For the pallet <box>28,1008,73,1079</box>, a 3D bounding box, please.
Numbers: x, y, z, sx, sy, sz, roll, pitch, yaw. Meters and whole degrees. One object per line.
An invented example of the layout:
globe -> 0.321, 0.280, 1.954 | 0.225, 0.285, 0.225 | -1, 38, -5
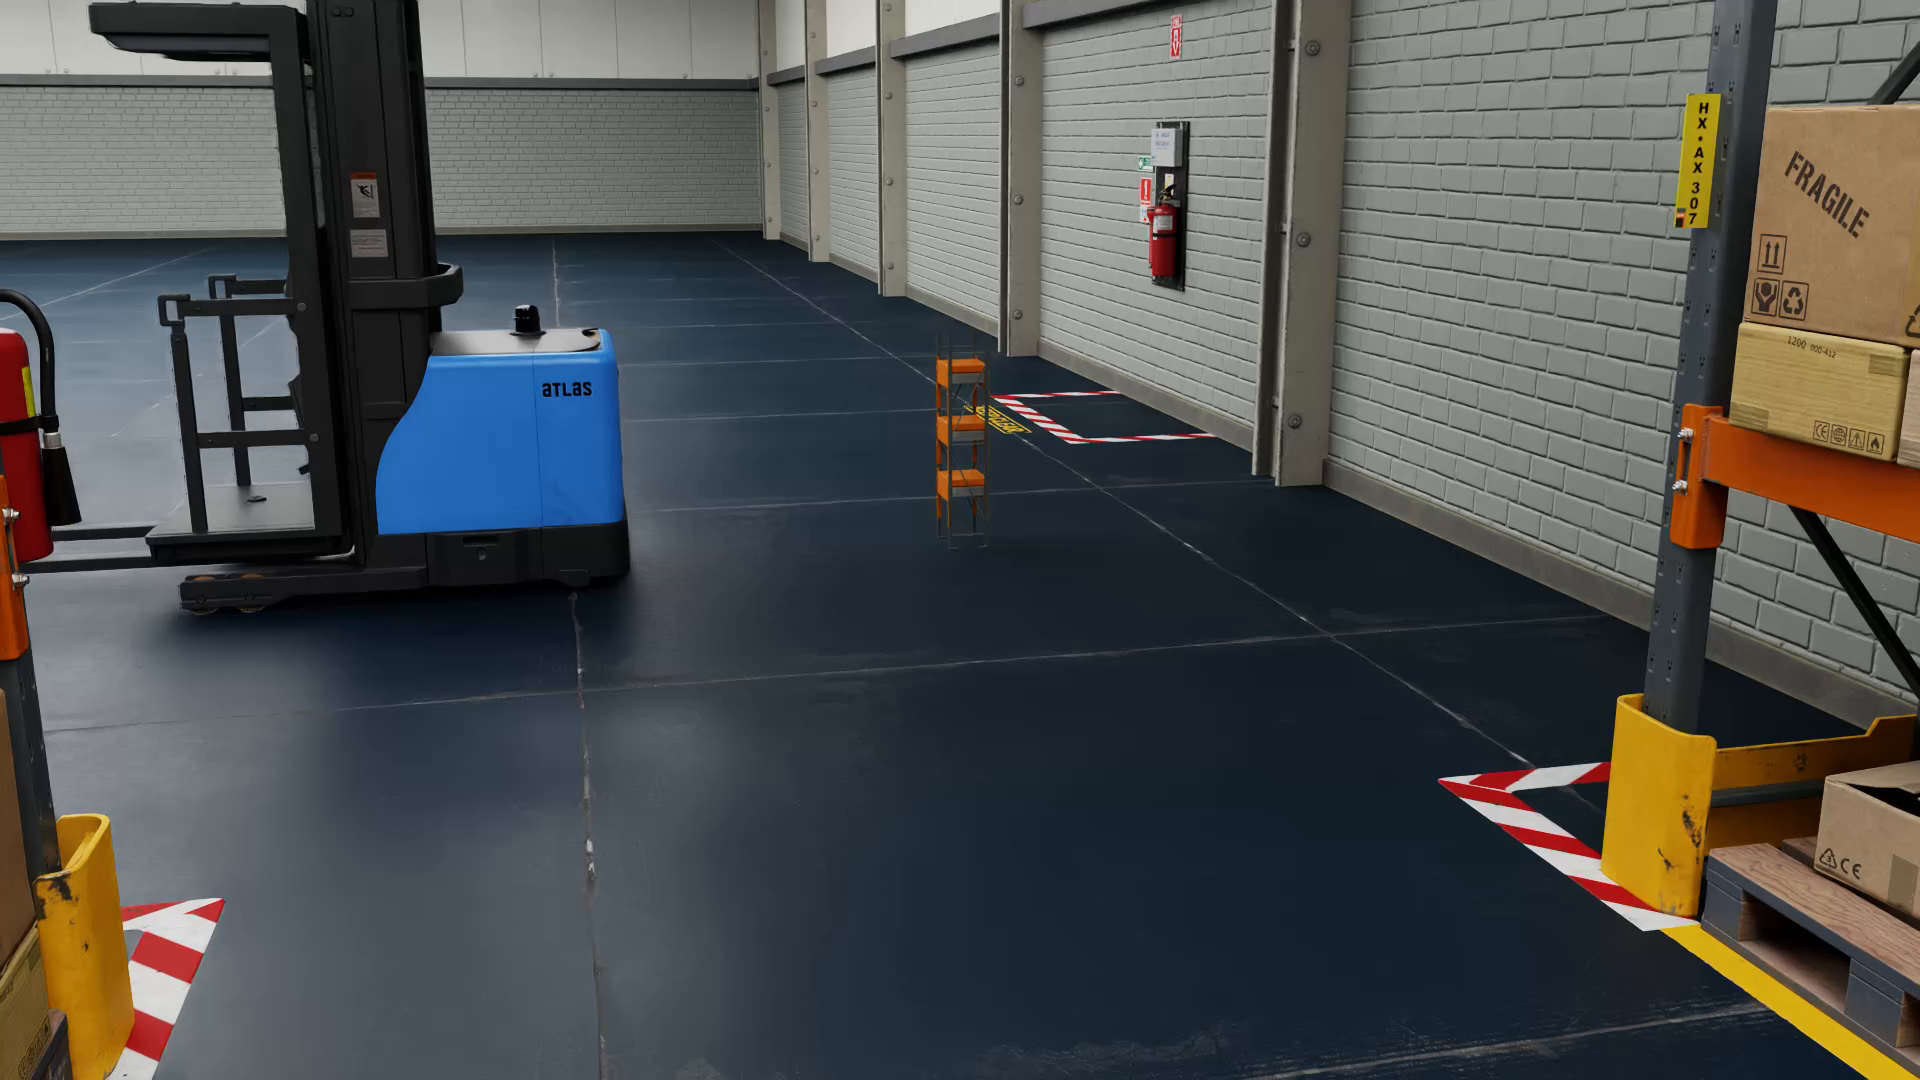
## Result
pallet -> -2.227, 1.253, 2.853 | 1.003, 0.211, 1.213 | -3, 14, -13

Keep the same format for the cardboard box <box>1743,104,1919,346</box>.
cardboard box -> 2.187, -0.727, 3.776 | 0.500, 0.500, 0.500 | -3, 14, -13

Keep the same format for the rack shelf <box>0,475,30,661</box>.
rack shelf -> -1.978, 0.535, 1.432 | 1.077, 0.370, 4.000 | -3, 14, -13

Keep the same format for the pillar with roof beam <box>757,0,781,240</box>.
pillar with roof beam -> -7.858, -10.034, 30.539 | 9.100, 9.000, 0.400 | -3, 14, -13

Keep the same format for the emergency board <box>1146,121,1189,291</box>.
emergency board -> 1.420, -2.396, 11.913 | 0.194, 1.169, 0.643 | -3, 14, -13

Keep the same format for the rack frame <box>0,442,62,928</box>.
rack frame -> -2.447, -0.276, 3.235 | 1.000, 3.000, 0.127 | -3, 14, -13

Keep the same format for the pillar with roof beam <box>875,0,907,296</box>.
pillar with roof beam -> -5.040, -7.266, 19.207 | 9.100, 9.000, 0.400 | -3, 14, -13

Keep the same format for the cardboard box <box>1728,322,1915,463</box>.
cardboard box -> 2.173, -0.359, 3.851 | 0.500, 0.250, 0.500 | -4, 14, -15

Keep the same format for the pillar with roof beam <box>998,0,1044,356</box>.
pillar with roof beam -> -3.631, -5.882, 13.542 | 9.100, 9.000, 0.400 | -3, 14, -13

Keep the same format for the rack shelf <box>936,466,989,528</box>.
rack shelf -> 0.013, -0.217, 8.320 | 0.215, 0.259, 0.240 | -3, 14, -13

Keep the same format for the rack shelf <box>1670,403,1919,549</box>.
rack shelf -> 2.837, 0.258, 2.565 | 1.077, 0.370, 4.000 | -3, 14, -13

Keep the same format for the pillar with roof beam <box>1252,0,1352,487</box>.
pillar with roof beam -> -2.222, -4.498, 7.876 | 9.100, 9.000, 0.400 | -3, 14, -13

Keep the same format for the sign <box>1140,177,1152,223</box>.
sign -> 1.390, -2.546, 12.454 | 0.001, 0.329, 0.234 | -3, 14, -13

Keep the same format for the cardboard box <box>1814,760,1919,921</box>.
cardboard box -> 2.442, 0.704, 3.962 | 0.500, 0.311, 0.500 | -5, 15, -20

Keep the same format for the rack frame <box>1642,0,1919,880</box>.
rack frame -> 2.367, -0.553, 4.369 | 1.000, 3.000, 0.127 | -3, 14, -13

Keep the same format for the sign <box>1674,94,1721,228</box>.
sign -> 1.840, -0.943, 4.142 | 0.100, 0.325, 0.005 | -3, 14, -13

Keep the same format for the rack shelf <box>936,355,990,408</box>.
rack shelf -> 0.013, -0.763, 8.187 | 0.215, 0.259, 0.240 | -3, 14, -13

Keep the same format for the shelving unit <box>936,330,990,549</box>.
shelving unit -> 0.013, -0.498, 8.252 | 0.215, 1.050, 0.252 | -3, 14, -13

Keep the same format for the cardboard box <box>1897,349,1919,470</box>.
cardboard box -> 2.309, -0.240, 3.364 | 0.500, 0.250, 0.500 | -4, 14, -15

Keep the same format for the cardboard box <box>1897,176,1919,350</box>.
cardboard box -> 2.293, -0.612, 3.307 | 0.500, 0.500, 0.500 | -3, 14, -13

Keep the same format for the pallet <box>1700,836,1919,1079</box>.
pallet -> 2.541, 1.009, 3.853 | 1.003, 0.211, 1.213 | -3, 14, -13

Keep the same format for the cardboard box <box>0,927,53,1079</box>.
cardboard box -> -2.034, 0.963, 3.072 | 0.500, 0.250, 0.500 | -3, 14, -13

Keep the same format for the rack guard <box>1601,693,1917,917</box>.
rack guard -> 2.385, 0.679, 4.593 | 1.175, 0.500, 0.348 | -3, 14, -13

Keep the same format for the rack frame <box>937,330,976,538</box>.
rack frame -> -0.016, -0.526, 8.367 | 0.200, 1.050, 0.008 | -3, 14, -13

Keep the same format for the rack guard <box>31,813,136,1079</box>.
rack guard -> -2.453, 0.933, 3.554 | 1.175, 0.500, 0.348 | -3, 14, -13

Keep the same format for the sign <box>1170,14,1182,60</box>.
sign -> 1.515, -3.529, 11.668 | 0.001, 0.298, 0.199 | -3, 14, -13

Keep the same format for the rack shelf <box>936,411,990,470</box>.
rack shelf -> 0.013, -0.487, 8.254 | 0.215, 0.259, 0.240 | -3, 14, -13

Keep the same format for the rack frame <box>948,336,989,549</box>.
rack frame -> 0.041, -0.470, 8.137 | 0.200, 1.050, 0.008 | -3, 14, -13

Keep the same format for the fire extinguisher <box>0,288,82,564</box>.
fire extinguisher -> -2.024, -0.291, 3.462 | 0.296, 0.674, 0.183 | -3, 14, -13

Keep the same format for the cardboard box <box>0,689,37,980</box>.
cardboard box -> -2.032, 0.599, 2.984 | 0.500, 0.500, 0.500 | -3, 14, -13

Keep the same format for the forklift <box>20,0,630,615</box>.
forklift -> -3.075, -1.239, 7.321 | 3.031, 2.935, 1.130 | -3, 14, -12

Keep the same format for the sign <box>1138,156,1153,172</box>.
sign -> 1.383, -2.802, 12.385 | 0.001, 0.109, 0.331 | -3, 14, -13

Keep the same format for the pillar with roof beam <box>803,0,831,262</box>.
pillar with roof beam -> -6.449, -8.650, 24.873 | 9.100, 9.000, 0.400 | -3, 14, -13
